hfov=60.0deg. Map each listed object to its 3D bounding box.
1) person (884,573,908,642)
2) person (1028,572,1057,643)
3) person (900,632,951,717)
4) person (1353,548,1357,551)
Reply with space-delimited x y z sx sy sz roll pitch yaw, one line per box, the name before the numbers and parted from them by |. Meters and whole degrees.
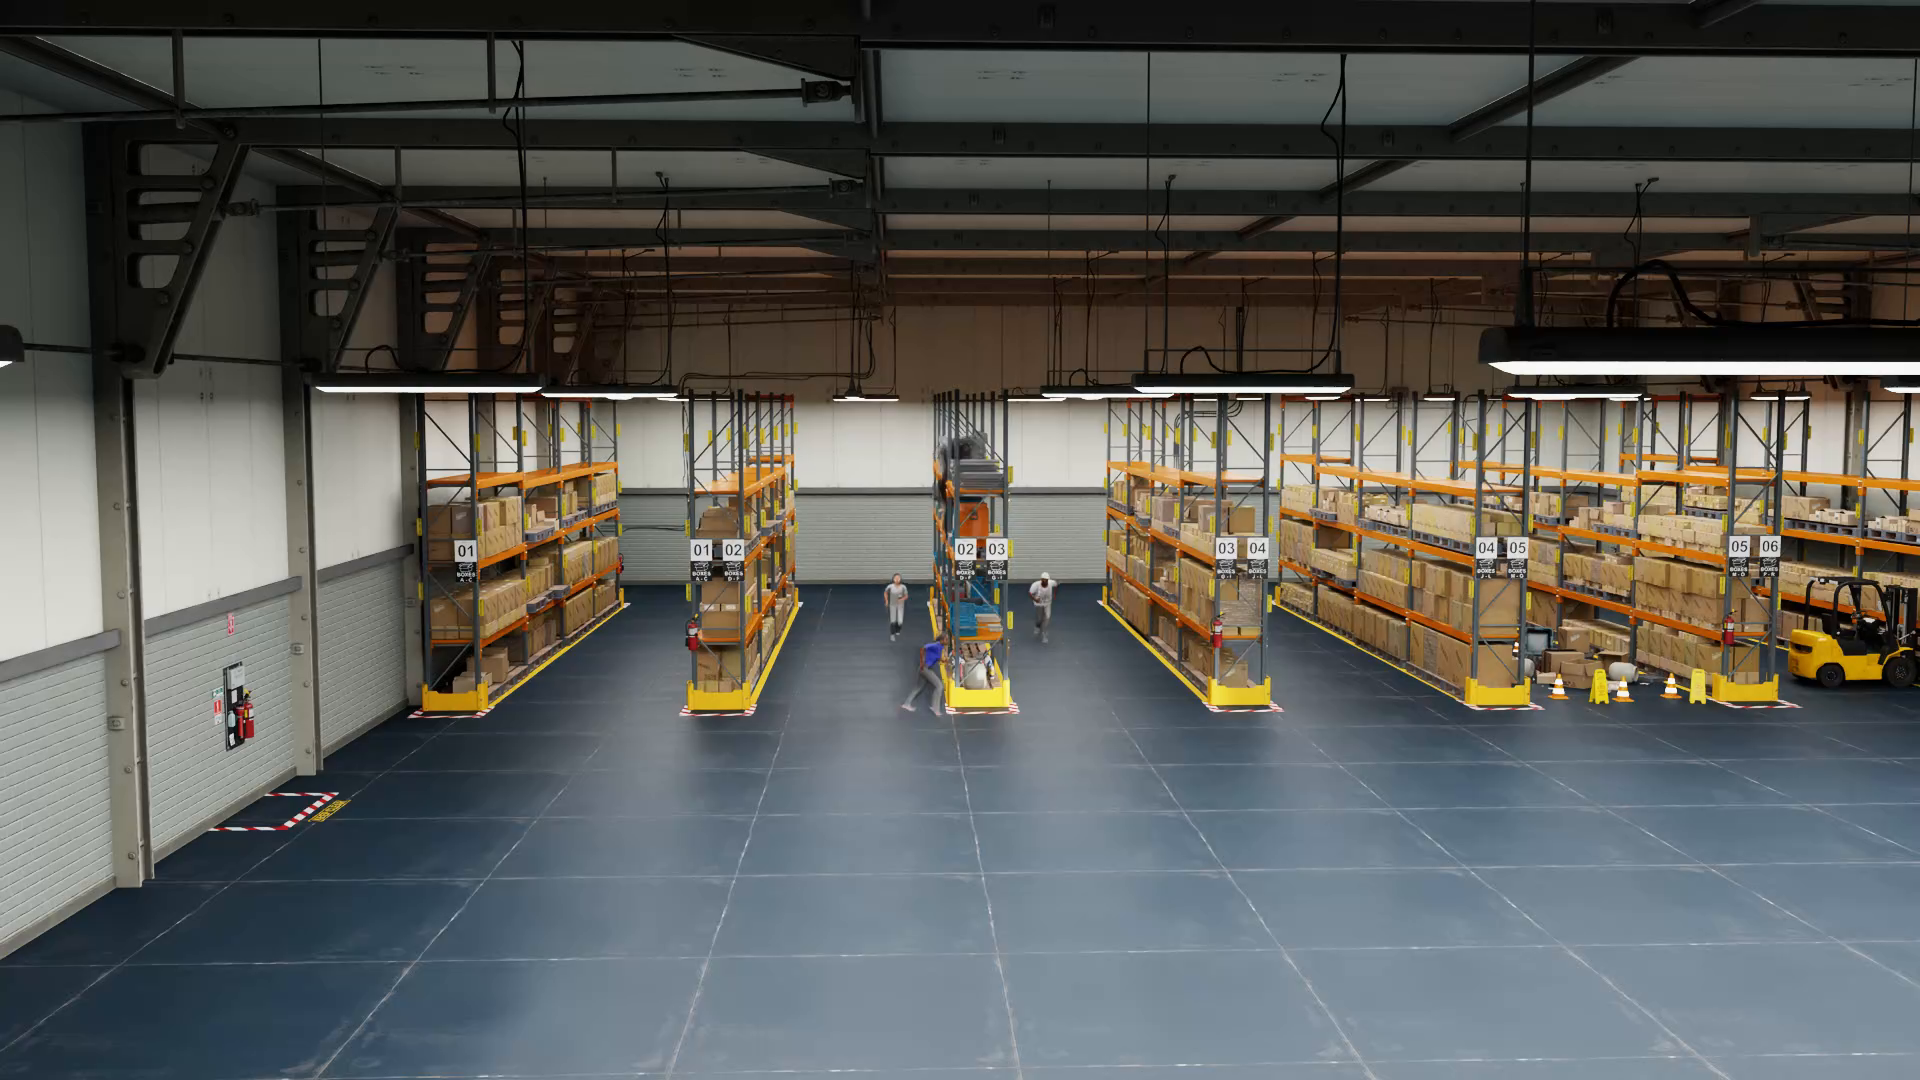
person | -1.498 1.591 39.056 0.552 1.618 0.622 0 5 -6
person | 1.993 1.604 40.428 0.743 1.716 1.045 -1 5 -14
person | -0.644 2.484 30.589 0.964 1.604 0.619 1 5 13
person | 11.206 1.067 47.031 0.583 1.665 0.876 -1 5 -11
